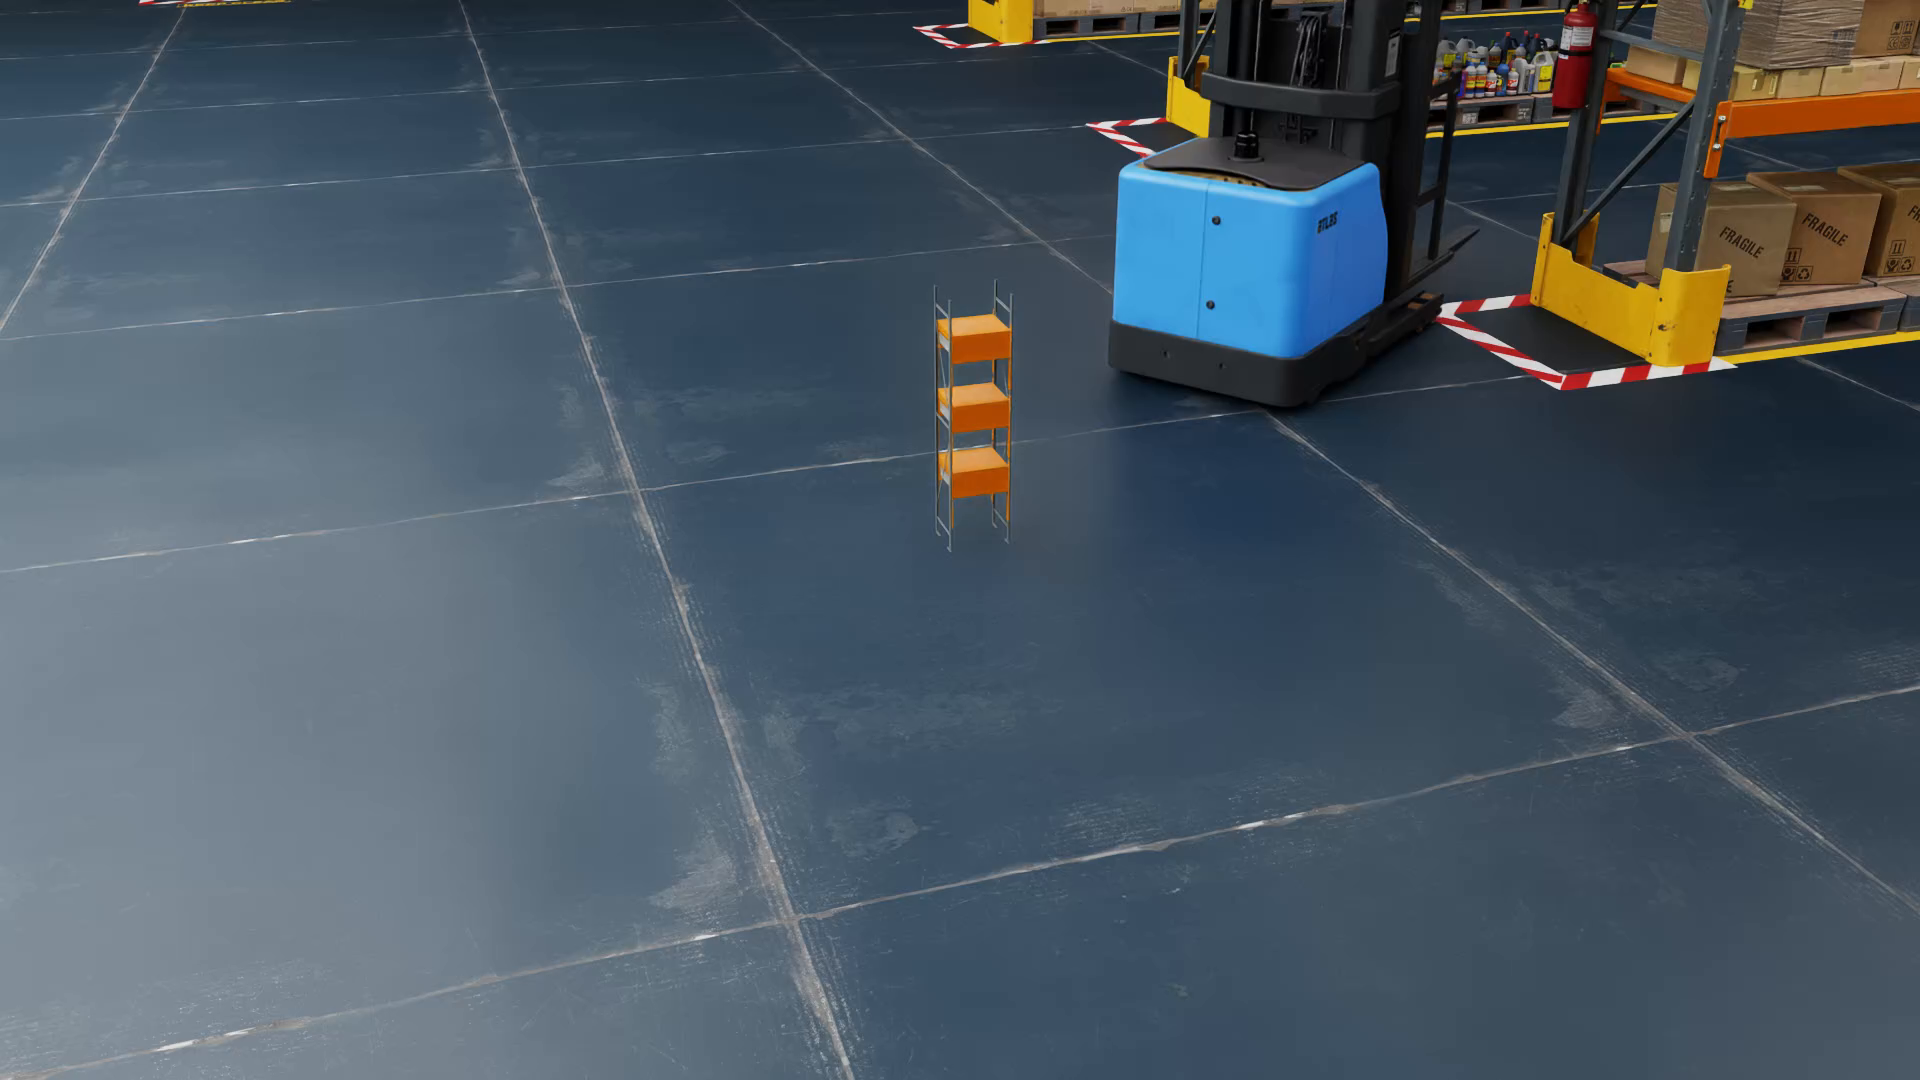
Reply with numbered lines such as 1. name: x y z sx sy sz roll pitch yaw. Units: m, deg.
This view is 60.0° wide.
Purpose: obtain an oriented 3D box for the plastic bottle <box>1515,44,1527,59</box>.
1. plastic bottle: 4.778 -4.096 14.201 0.097 0.271 0.097 0 26 0

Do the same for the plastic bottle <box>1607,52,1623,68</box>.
1. plastic bottle: 5.419 -3.902 13.797 0.133 0.283 0.061 -7 27 -14

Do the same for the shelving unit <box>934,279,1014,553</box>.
1. shelving unit: 0.051 -0.478 6.531 0.252 1.050 0.215 -8 28 -16

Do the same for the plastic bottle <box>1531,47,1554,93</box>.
1. plastic bottle: 4.762 -3.857 13.630 0.185 0.351 0.144 -8 28 -16

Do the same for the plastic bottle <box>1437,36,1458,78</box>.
1. plastic bottle: 4.118 -4.092 14.104 0.185 0.351 0.144 -7 27 -14

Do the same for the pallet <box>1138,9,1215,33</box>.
1. pallet: 2.313 -5.712 18.018 1.213 0.211 1.003 -8 28 -16

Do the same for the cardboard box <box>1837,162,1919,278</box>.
1. cardboard box: 5.263 -1.805 9.351 0.500 0.500 0.500 -6 27 -11

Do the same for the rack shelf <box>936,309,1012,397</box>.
1. rack shelf: 0.051 -0.722 6.410 0.240 0.259 0.215 -8 28 -16

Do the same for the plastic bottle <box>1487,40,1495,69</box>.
1. plastic bottle: 4.529 -4.141 14.278 0.133 0.283 0.061 -7 27 -14

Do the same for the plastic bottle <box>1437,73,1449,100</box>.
1. plastic bottle: 3.890 -3.653 13.386 0.097 0.201 0.097 0 26 0

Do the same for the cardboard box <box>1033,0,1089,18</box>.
1. cardboard box: 1.020 -5.608 17.293 0.500 0.250 0.500 -8 28 -16

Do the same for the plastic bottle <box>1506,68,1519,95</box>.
1. plastic bottle: 4.502 -3.741 13.565 0.097 0.201 0.097 0 26 0

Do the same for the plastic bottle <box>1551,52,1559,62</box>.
1. plastic bottle: 4.999 -3.927 13.855 0.135 0.276 0.152 -8 28 -16

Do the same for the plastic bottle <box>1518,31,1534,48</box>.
1. plastic bottle: 4.878 -4.203 14.326 0.185 0.351 0.144 -7 27 -15

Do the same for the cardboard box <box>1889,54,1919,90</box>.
1. cardboard box: 4.807 -2.438 8.569 0.250 0.149 0.380 -8 28 -16

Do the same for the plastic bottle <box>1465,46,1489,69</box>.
1. plastic bottle: 4.365 -4.025 14.053 0.135 0.276 0.152 -8 28 -16

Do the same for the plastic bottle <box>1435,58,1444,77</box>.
1. plastic bottle: 4.018 -3.951 13.987 0.097 0.201 0.097 0 26 0

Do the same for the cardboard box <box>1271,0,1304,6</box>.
1. cardboard box: 3.392 -5.958 17.998 0.500 0.250 0.500 -8 28 -16

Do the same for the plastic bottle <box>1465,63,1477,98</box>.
1. plastic bottle: 4.117 -3.717 13.437 0.097 0.271 0.097 0 26 0

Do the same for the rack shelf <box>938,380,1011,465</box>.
1. rack shelf: 0.051 -0.468 6.536 0.240 0.259 0.215 -8 28 -16

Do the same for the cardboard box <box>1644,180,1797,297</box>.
1. cardboard box: 4.104 -1.630 8.999 0.500 0.500 0.500 -3 27 -7

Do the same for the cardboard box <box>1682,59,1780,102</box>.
1. cardboard box: 3.850 -2.309 8.309 0.250 0.149 0.380 -8 28 -16

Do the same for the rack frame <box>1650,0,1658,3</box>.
1. rack frame: 8.048 -7.773 19.034 0.127 3.000 1.000 -8 28 -16

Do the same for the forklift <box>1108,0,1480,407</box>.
1. forklift: 2.002 -2.542 8.575 1.130 2.935 3.031 17 31 31

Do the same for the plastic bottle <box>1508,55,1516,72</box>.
1. plastic bottle: 4.573 -3.851 13.693 0.133 0.283 0.061 -8 28 -16

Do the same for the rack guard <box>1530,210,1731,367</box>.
1. rack guard: 3.577 -1.374 8.955 0.348 0.500 1.175 -8 28 -16

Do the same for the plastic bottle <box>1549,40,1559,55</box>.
1. plastic bottle: 5.070 -4.148 14.293 0.133 0.283 0.061 -8 28 -16

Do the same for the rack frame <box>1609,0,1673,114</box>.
1. rack frame: 5.775 -5.128 13.705 0.127 3.000 1.000 -8 28 -16

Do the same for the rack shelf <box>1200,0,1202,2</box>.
1. rack shelf: 3.873 -4.530 13.311 4.000 0.370 1.077 -8 28 -16

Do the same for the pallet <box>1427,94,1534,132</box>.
1. pallet: 3.961 -3.634 13.833 1.213 0.211 1.003 -8 28 -16

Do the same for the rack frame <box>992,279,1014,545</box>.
1. rack frame: 0.167 -0.494 6.565 0.008 1.050 0.200 -8 28 -16

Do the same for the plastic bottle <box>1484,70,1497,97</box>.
1. plastic bottle: 4.307 -3.713 13.508 0.097 0.201 0.097 0 26 0

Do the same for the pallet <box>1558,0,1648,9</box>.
1. pallet: 7.253 -6.427 19.459 1.213 0.211 1.003 -8 28 -16

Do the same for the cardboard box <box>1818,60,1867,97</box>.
1. cardboard box: 4.336 -2.363 8.419 0.250 0.149 0.380 -8 28 -16

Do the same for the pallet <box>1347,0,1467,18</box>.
1. pallet: 4.933 -6.092 18.783 1.213 0.211 1.003 -8 28 -16

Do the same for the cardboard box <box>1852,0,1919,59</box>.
1. cardboard box: 4.475 -2.844 8.659 0.500 0.500 0.875 -8 28 -16

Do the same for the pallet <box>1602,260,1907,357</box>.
1. pallet: 4.361 -1.341 9.214 1.213 0.211 1.003 -8 28 -16

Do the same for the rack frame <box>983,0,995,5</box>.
1. rack frame: 0.441 -6.672 16.815 0.127 3.000 1.000 -8 28 -16

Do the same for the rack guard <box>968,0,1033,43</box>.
1. rack guard: 0.418 -5.549 17.365 0.348 0.500 1.175 -8 28 -16

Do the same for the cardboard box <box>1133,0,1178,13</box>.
1. cardboard box: 1.969 -5.747 17.573 0.500 0.250 0.500 -8 28 -16
